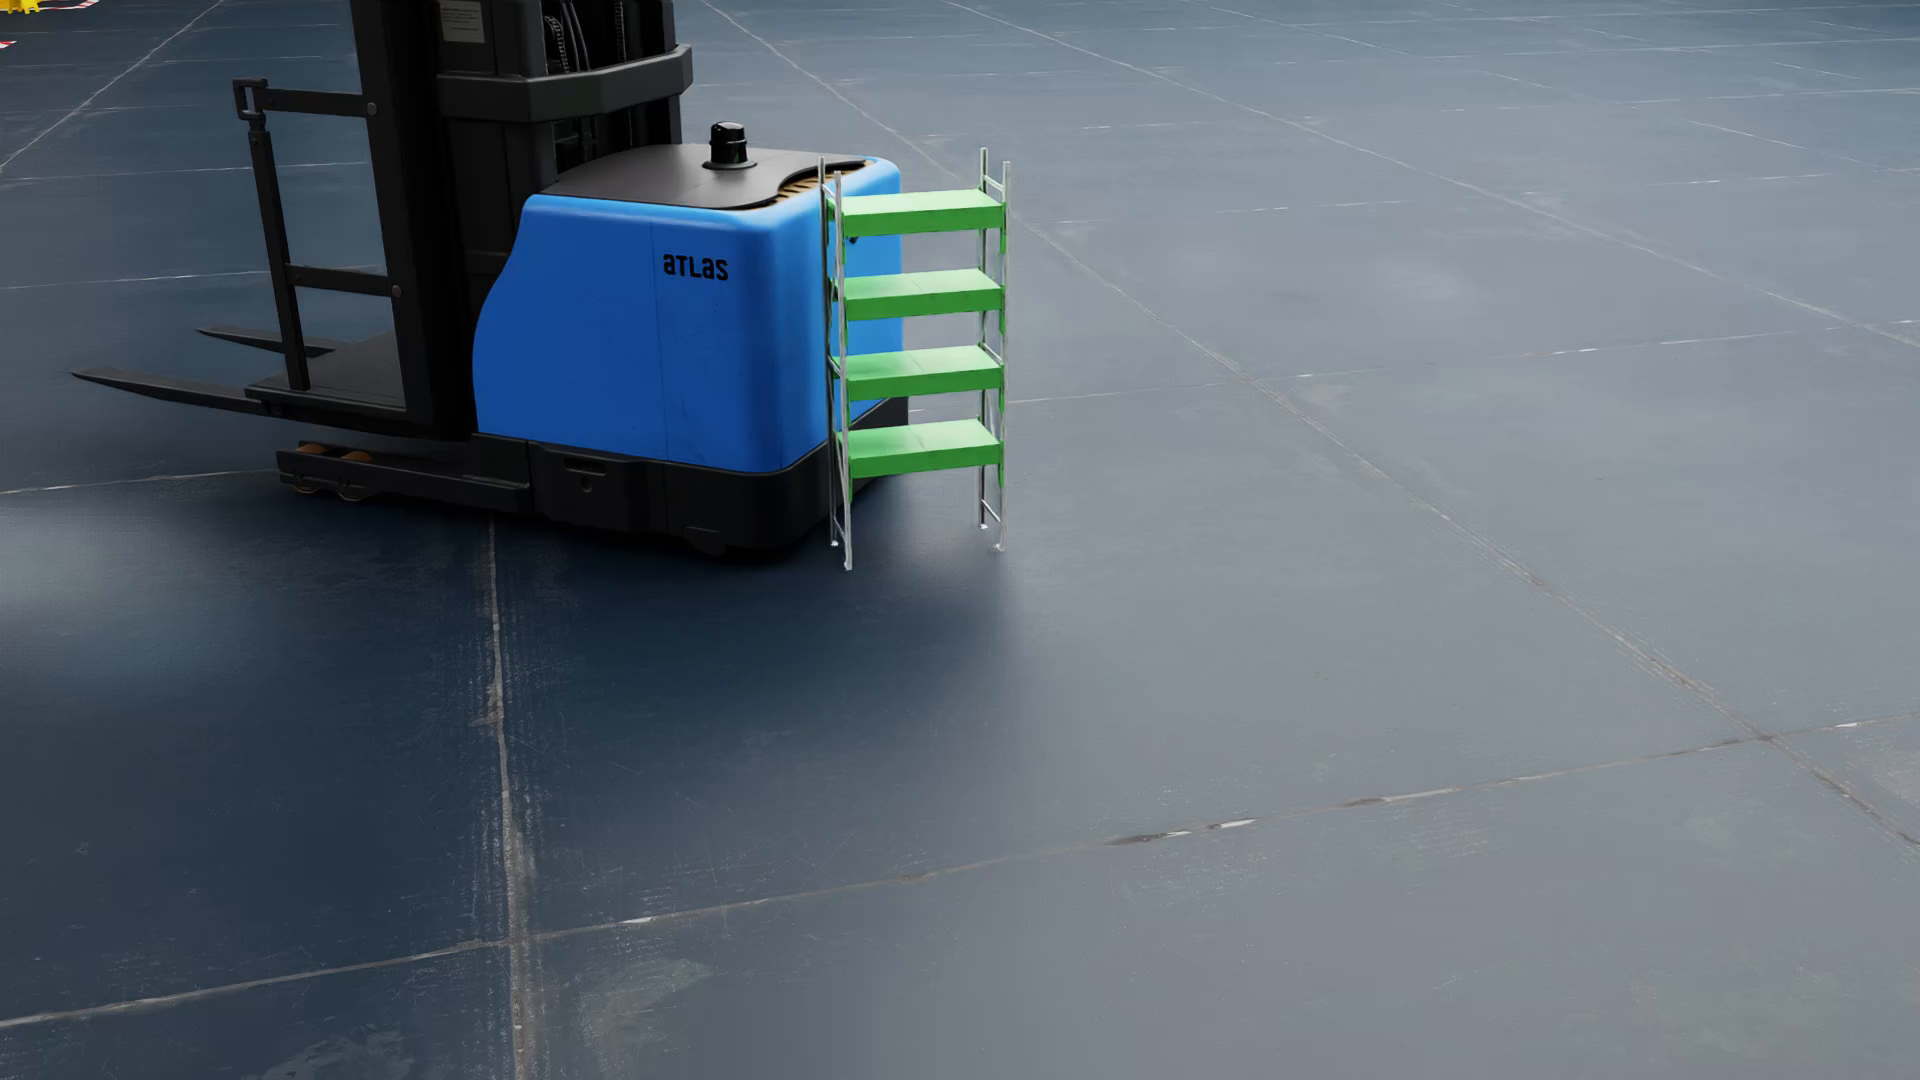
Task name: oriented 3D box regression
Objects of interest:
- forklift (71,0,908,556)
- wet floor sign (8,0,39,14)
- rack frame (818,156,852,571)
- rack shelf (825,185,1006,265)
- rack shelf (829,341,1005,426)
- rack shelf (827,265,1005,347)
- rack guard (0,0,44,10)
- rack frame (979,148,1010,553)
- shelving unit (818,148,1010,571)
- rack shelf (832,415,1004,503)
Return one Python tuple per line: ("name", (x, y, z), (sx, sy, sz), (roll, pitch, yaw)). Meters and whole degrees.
("forklift", (-1.747, -1.655, 5.390), (3.031, 2.935, 1.130), (9, 25, 20))
("wet floor sign", (-11.329, -6.679, 19.998), (0.232, 0.644, 0.267), (2, 23, 4))
("rack frame", (-0.367, -0.504, 4.902), (0.015, 1.200, 0.240), (-7, 24, -15))
("rack shelf", (-0.133, -0.913, 4.801), (0.480, 0.148, 0.258), (-7, 24, -15))
("rack shelf", (-0.133, -0.472, 4.990), (0.480, 0.148, 0.258), (-7, 24, -15))
("rack shelf", (-0.133, -0.692, 4.896), (0.480, 0.148, 0.258), (-7, 24, -15))
("rack guard", (-11.874, -6.990, 20.908), (0.348, 0.500, 1.175), (-6, 24, -14))
("rack frame", (0.101, -0.558, 5.028), (0.015, 1.200, 0.240), (-7, 24, -15))
("shelving unit", (-0.133, -0.531, 4.965), (0.503, 1.200, 0.258), (-7, 24, -15))
("rack shelf", (-0.133, -0.251, 5.085), (0.480, 0.148, 0.258), (-7, 24, -15))
